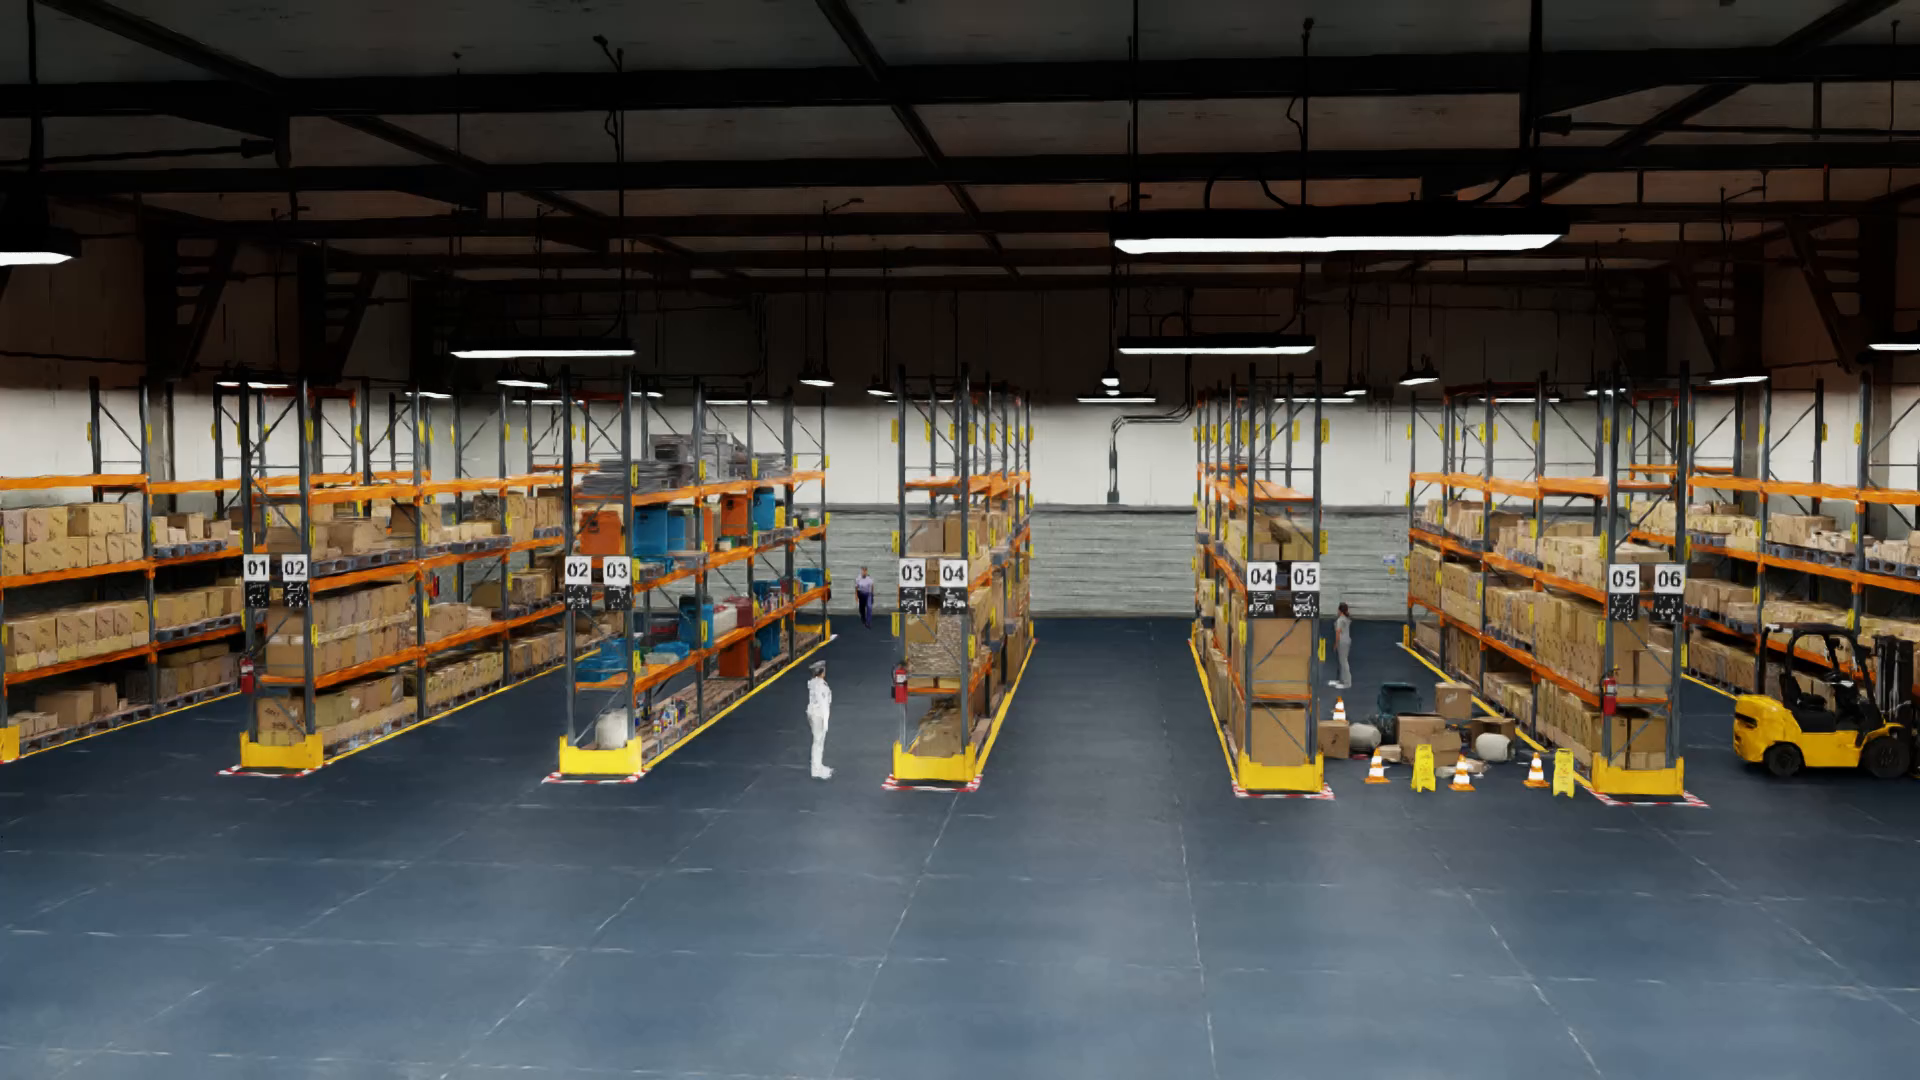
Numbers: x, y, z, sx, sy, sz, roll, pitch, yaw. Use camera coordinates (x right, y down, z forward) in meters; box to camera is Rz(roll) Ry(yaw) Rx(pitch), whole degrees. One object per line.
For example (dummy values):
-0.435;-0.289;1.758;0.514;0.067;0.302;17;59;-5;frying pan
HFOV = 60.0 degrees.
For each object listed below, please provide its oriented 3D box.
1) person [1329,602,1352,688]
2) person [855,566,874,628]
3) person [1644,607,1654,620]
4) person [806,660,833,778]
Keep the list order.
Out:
7.514;2.054;32.762;0.544;1.671;0.521;3;5;35;person
-2.469;1.454;42.857;0.482;1.565;1.090;0;4;4;person
16.512;1.581;39.594;0.716;1.781;0.569;-1;4;-19;person
-2.023;2.597;24.255;0.416;1.677;0.537;-2;4;-25;person
